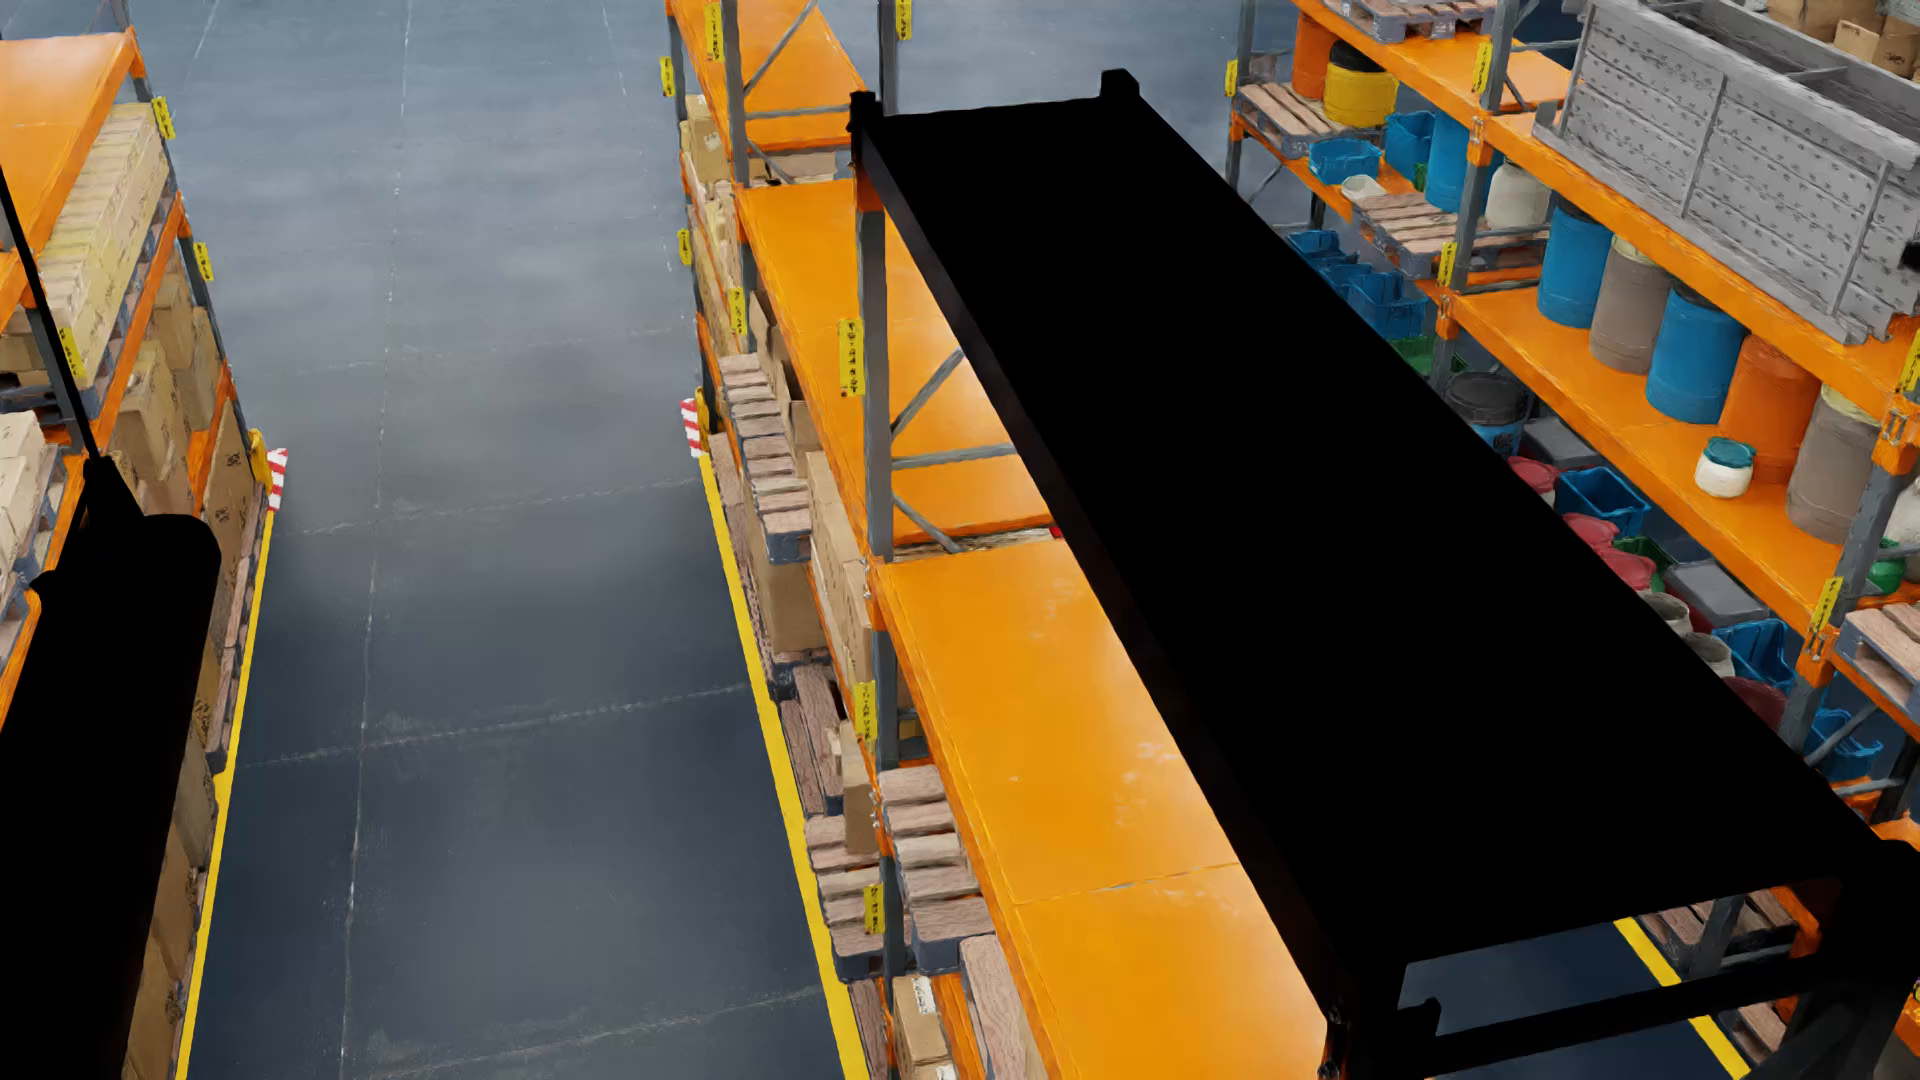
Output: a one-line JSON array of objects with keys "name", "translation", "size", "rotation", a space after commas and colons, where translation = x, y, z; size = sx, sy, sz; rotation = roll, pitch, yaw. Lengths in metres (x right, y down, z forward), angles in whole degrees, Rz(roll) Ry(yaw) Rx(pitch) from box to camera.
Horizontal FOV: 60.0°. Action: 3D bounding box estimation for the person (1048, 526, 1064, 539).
[{"name": "person", "translation": [0.699, 0.509, 11.741], "size": [0.494, 1.786, 0.606], "rotation": [9, 35, 12]}]
